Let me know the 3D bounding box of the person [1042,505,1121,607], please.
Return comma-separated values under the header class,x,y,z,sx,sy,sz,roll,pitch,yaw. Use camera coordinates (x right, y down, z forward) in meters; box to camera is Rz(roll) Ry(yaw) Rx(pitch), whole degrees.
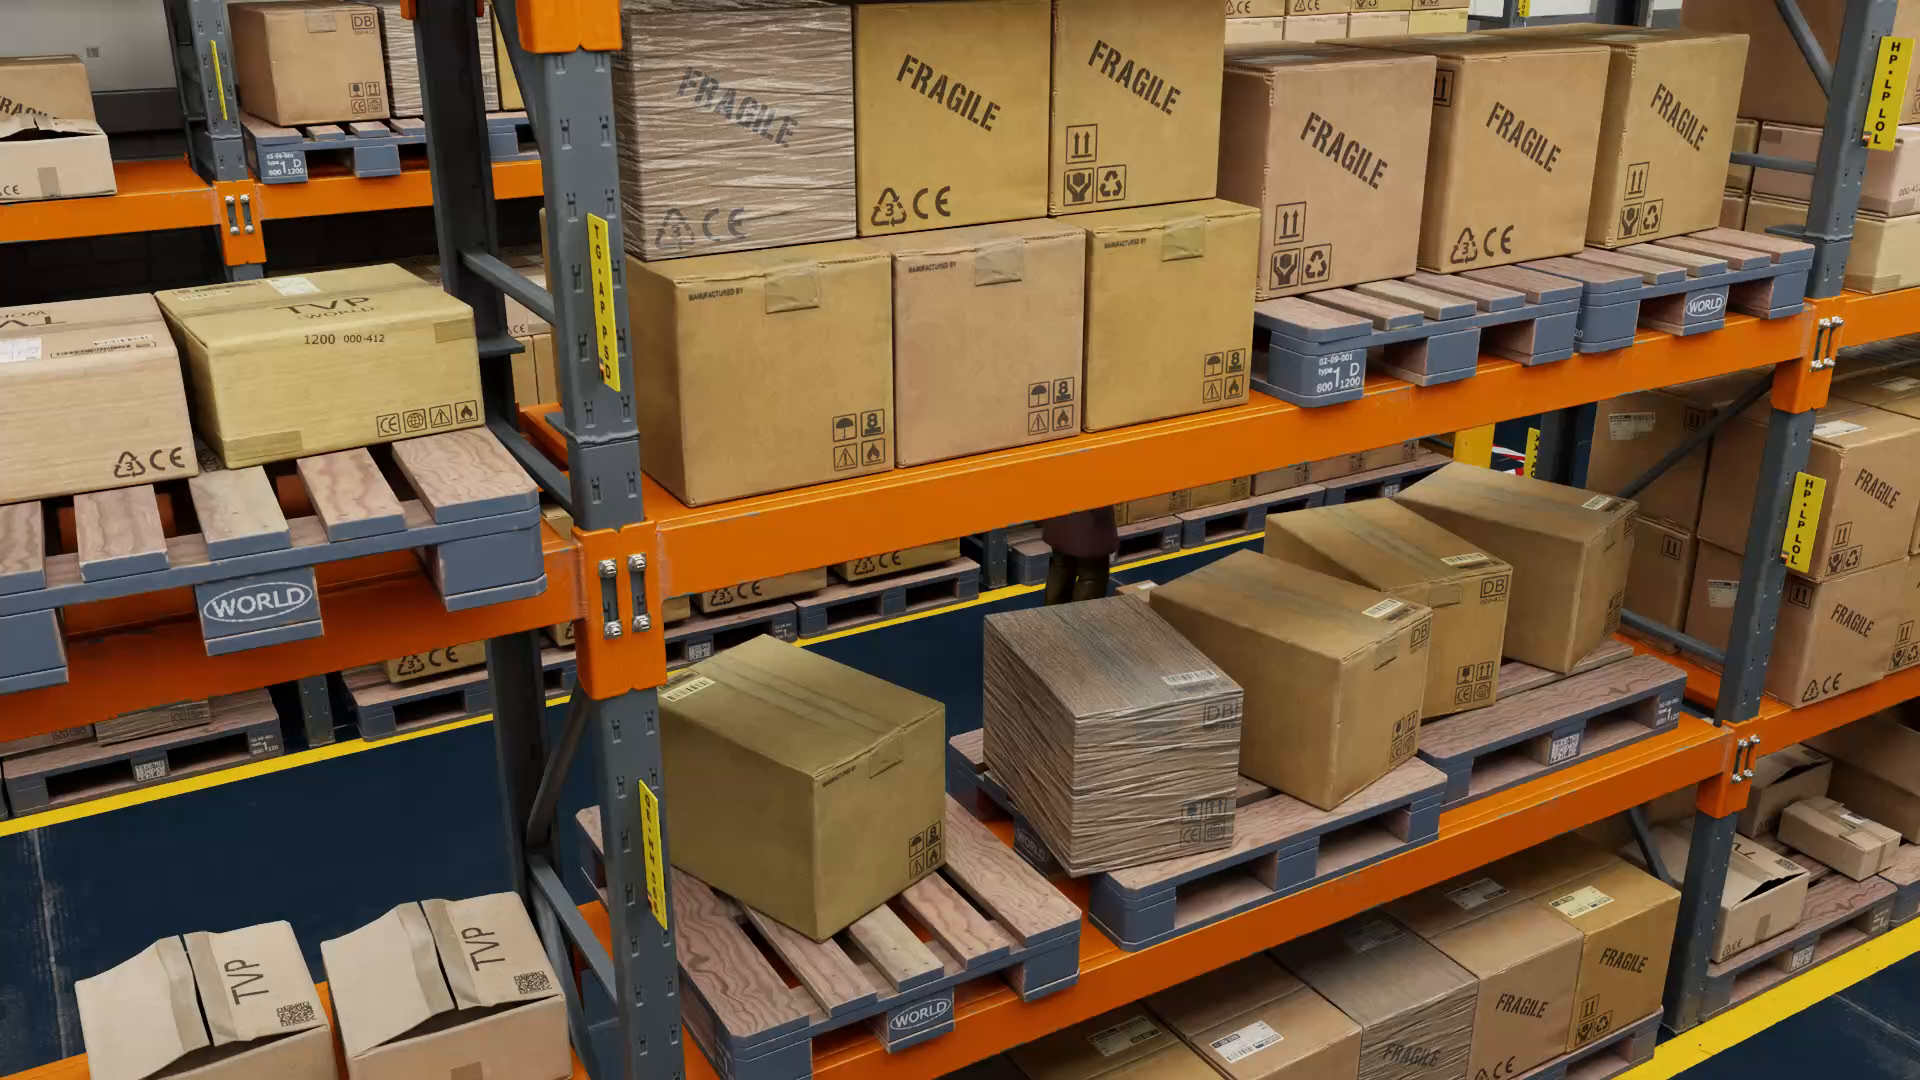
class,x,y,z,sx,sy,sz,roll,pitch,yaw
person,0.642,-0.188,9.101,0.378,1.772,0.562,-14,26,-32
